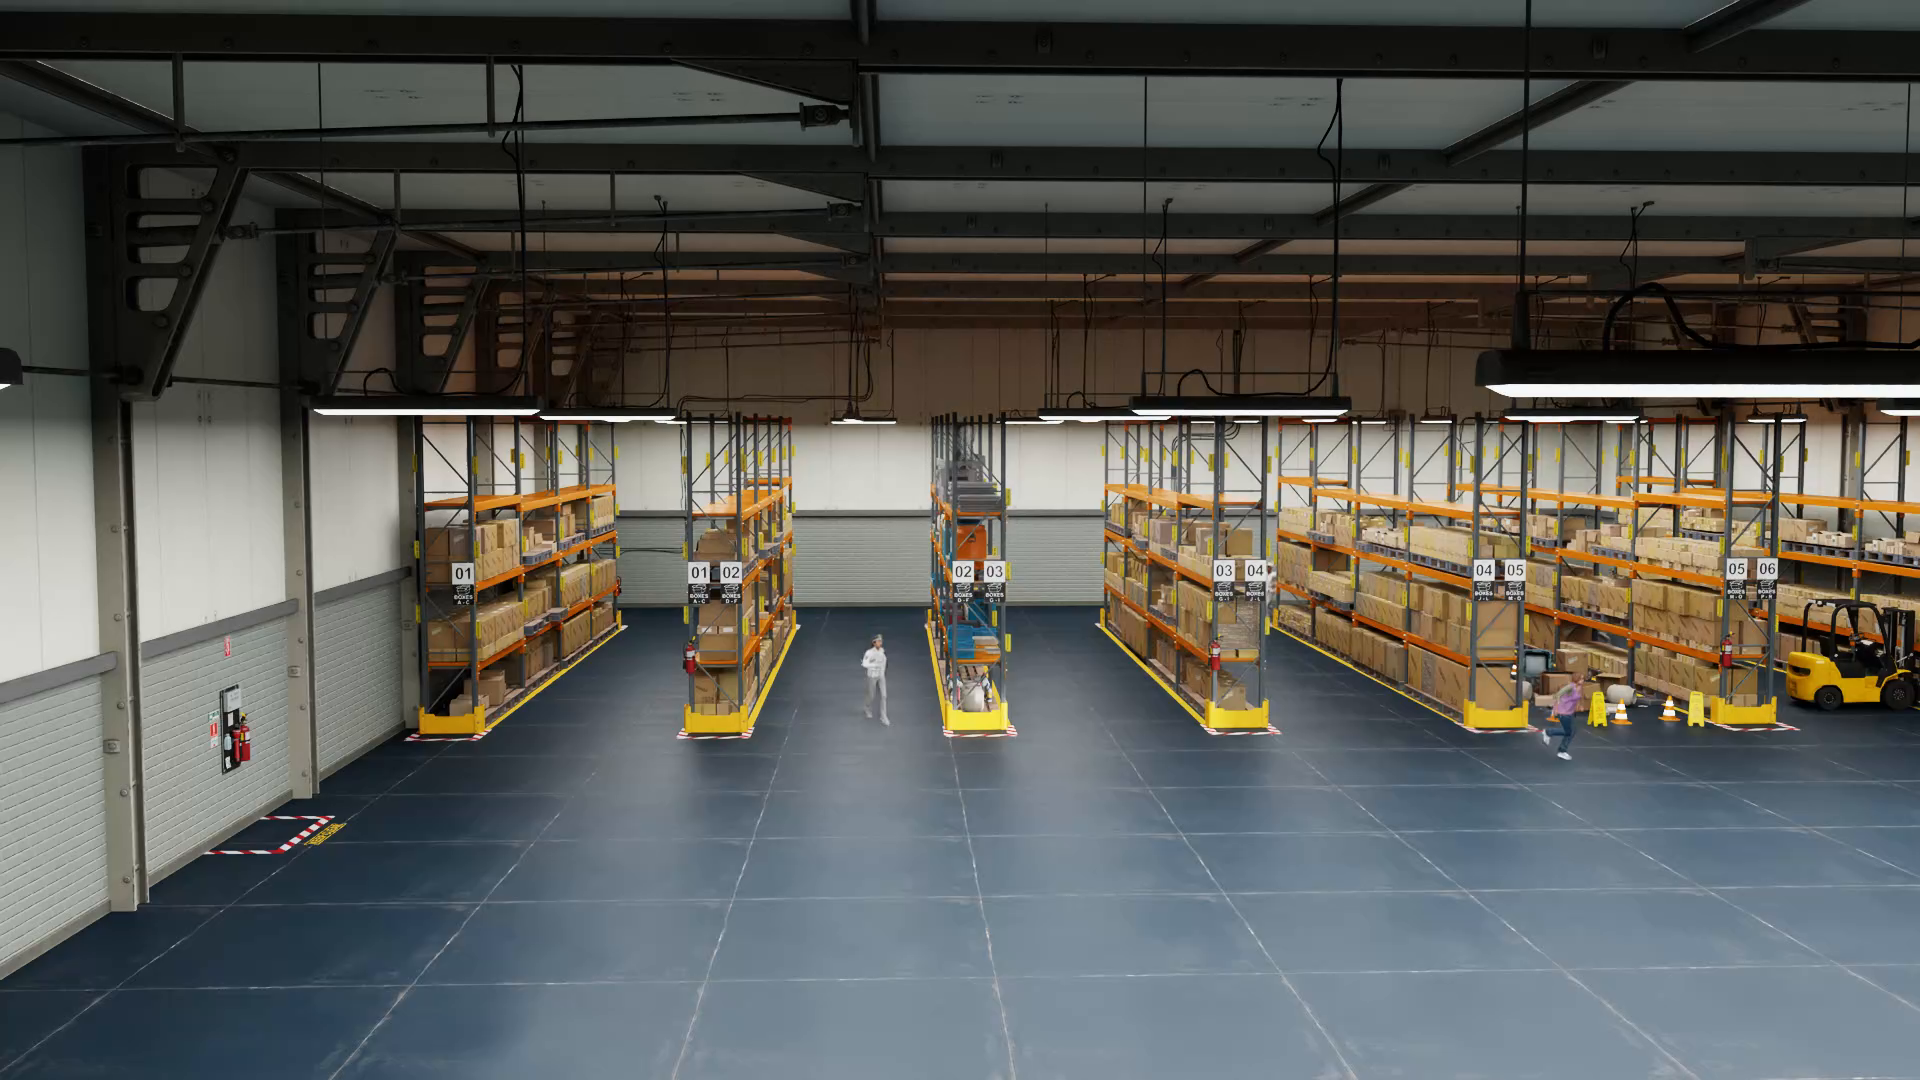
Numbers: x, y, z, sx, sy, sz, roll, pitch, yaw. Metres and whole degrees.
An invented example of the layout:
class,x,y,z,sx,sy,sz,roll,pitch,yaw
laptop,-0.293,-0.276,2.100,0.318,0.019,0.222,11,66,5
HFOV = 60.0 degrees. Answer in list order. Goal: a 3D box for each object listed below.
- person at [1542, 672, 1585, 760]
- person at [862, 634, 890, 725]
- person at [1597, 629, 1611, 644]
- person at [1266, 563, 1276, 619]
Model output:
class,x,y,z,sx,sy,sz,roll,pitch,yaw
person,10.453,3.021,28.798,0.708,1.537,0.532,3,5,41
person,-1.658,2.683,32.239,0.588,1.732,0.847,-3,5,-35
person,16.284,2.028,42.394,0.627,1.696,0.762,-1,4,-11
person,9.084,1.527,48.970,0.601,1.733,0.686,-4,5,-43
